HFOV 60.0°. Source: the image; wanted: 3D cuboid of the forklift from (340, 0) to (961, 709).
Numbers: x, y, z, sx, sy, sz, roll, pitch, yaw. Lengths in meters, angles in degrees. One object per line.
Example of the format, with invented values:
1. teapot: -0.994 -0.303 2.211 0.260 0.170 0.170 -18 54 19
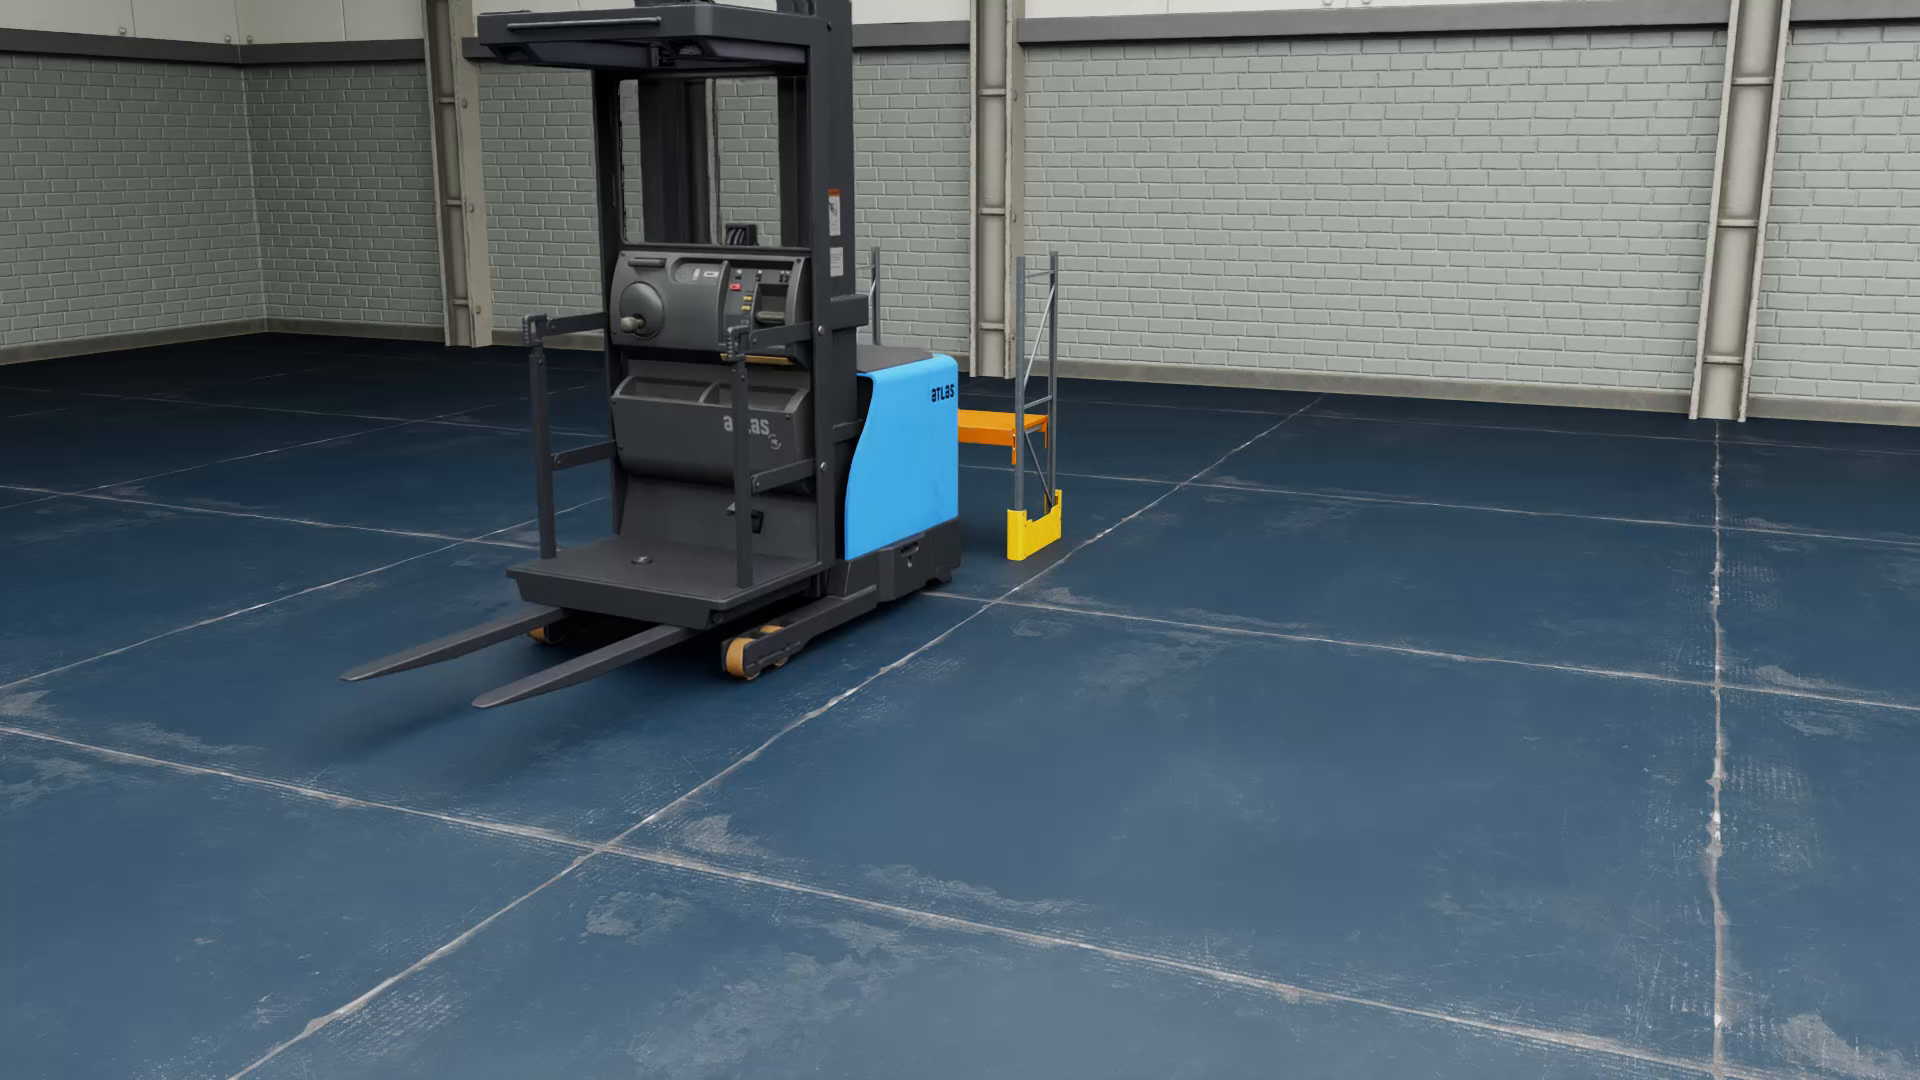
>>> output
1. forklift: -1.137 -1.002 6.607 1.130 2.935 3.031 7 15 27

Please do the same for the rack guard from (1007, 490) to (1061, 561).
1. rack guard: 0.386 -0.083 8.560 0.087 0.250 0.587 6 14 23

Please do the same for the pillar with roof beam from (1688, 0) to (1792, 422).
1. pillar with roof beam: 4.069 -4.423 7.908 0.400 9.000 9.100 6 14 23

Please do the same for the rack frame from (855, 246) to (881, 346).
1. rack frame: -0.543 -0.785 8.818 0.032 1.500 0.500 6 14 23

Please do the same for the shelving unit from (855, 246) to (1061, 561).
1. shelving unit: -0.070 -0.737 8.614 1.083 1.500 0.587 6 14 23

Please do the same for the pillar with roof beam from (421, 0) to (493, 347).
1. pillar with roof beam: -6.903 -5.534 12.640 0.400 9.000 9.100 6 14 23

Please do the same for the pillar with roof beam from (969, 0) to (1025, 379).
1. pillar with roof beam: -1.417 -4.979 10.274 0.400 9.000 9.100 6 14 23

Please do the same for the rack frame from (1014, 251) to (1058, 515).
1. rack frame: 0.387 -0.691 8.417 0.032 1.500 0.500 6 14 23

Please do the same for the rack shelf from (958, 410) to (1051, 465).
1. rack shelf: -0.078 -0.563 8.658 1.000 0.185 0.538 6 14 23
